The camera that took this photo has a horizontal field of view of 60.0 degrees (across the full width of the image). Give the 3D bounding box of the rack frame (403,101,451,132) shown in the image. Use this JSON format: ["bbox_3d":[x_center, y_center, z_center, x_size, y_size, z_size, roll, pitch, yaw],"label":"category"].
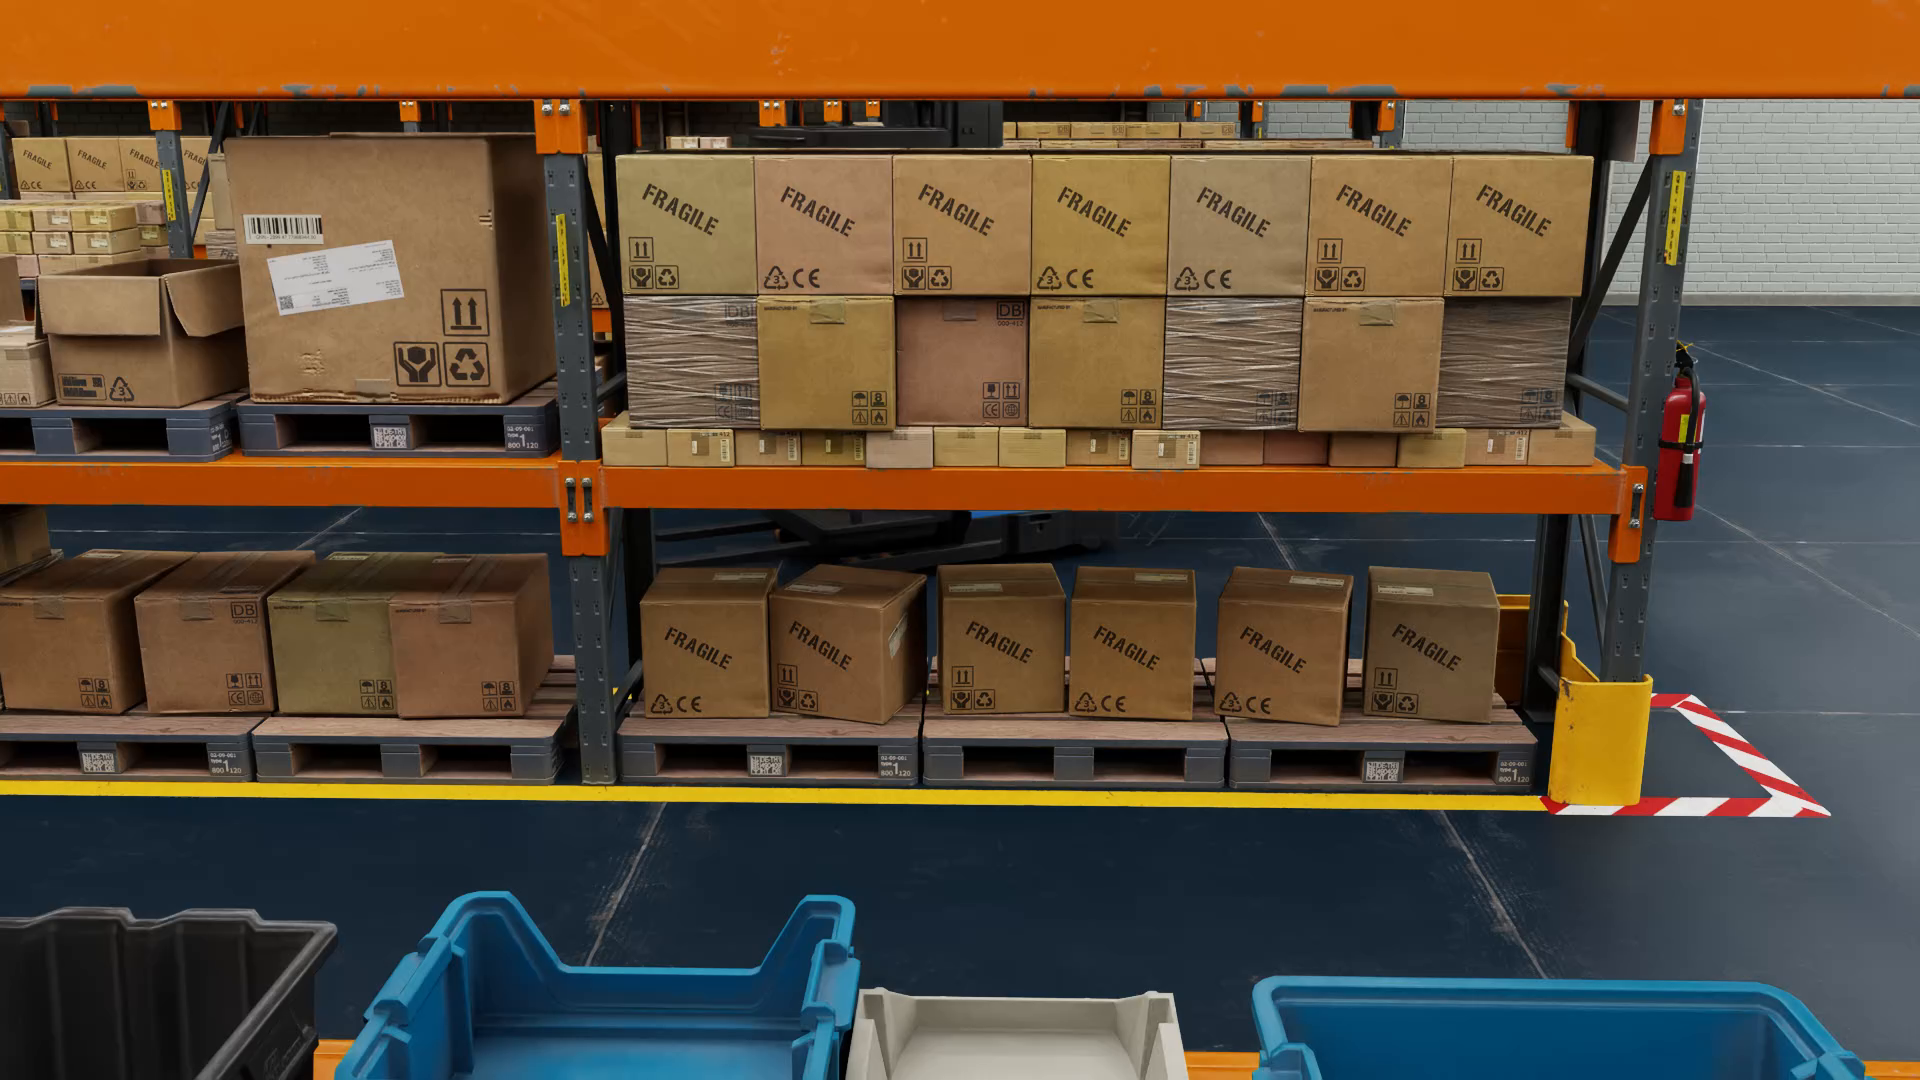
[{"bbox_3d":[-5.175,-3.150,16.398,0.127,3.000,1.000,0,15,1],"label":"rack frame"}]

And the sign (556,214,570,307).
[{"bbox_3d":[-1.440,-1.015,6.036,0.005,0.325,0.100,0,15,1],"label":"sign"}]

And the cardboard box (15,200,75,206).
[{"bbox_3d":[-6.436,-2.314,11.734,0.250,0.149,0.380,0,15,-1],"label":"cardboard box"}]

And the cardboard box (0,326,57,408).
[{"bbox_3d":[-3.759,-0.683,6.521,0.500,0.250,0.500,0,15,0],"label":"cardboard box"}]

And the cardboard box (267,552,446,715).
[{"bbox_3d":[-2.519,0.382,7.049,0.500,0.500,0.700,0,15,1],"label":"cardboard box"}]

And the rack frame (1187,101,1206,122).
[{"bbox_3d":[2.945,-4.363,20.999,0.127,3.000,1.000,0,15,1],"label":"rack frame"}]

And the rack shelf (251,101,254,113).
[{"bbox_3d":[-11.050,-5.557,21.053,4.000,0.370,1.077,0,15,1],"label":"rack shelf"}]

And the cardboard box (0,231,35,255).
[{"bbox_3d":[-6.236,-2.002,11.132,0.250,0.149,0.380,1,15,3],"label":"cardboard box"}]

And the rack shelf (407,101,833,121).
[{"bbox_3d":[-3.176,-4.239,16.058,4.000,0.370,1.077,0,15,1],"label":"rack shelf"}]

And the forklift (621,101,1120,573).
[{"bbox_3d":[-0.573,-1.303,9.535,3.031,2.935,1.130,-8,17,-26],"label":"forklift"}]

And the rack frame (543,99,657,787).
[{"bbox_3d":[-1.430,-0.596,6.720,0.127,3.000,1.000,0,15,1],"label":"rack frame"}]

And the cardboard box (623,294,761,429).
[{"bbox_3d":[-0.982,-0.770,6.599,0.500,0.500,0.875,0,15,1],"label":"cardboard box"}]

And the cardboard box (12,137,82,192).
[{"bbox_3d":[-8.742,-3.631,16.068,0.500,0.500,0.500,1,15,2],"label":"cardboard box"}]

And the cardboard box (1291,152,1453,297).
[{"bbox_3d":[1.513,-1.188,6.225,0.500,0.500,0.500,0,15,1],"label":"cardboard box"}]

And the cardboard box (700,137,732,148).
[{"bbox_3d":[-2.333,-3.779,15.910,0.250,0.149,0.380,0,15,0],"label":"cardboard box"}]

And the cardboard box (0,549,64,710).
[{"bbox_3d":[-4.203,0.373,7.083,0.500,0.500,0.700,-1,15,-3],"label":"cardboard box"}]

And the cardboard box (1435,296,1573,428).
[{"bbox_3d":[2.020,-0.773,6.611,0.500,0.500,0.875,0,15,1],"label":"cardboard box"}]

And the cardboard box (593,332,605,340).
[{"bbox_3d":[-3.873,-2.073,16.646,0.625,0.372,0.950,0,15,0],"label":"cardboard box"}]

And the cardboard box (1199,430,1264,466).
[{"bbox_3d":[1.029,-0.402,6.476,0.250,0.149,0.380,0,15,1],"label":"cardboard box"}]

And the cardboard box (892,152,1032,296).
[{"bbox_3d":[0.013,-1.198,6.261,0.500,0.500,0.500,0,15,1],"label":"cardboard box"}]

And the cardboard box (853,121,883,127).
[{"bbox_3d":[-0.742,-3.741,15.901,0.500,0.500,0.700,0,15,1],"label":"cardboard box"}]

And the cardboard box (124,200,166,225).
[{"bbox_3d":[-5.662,-2.308,11.712,0.250,0.149,0.380,0,15,2],"label":"cardboard box"}]

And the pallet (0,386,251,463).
[{"bbox_3d":[-3.449,-0.527,6.834,1.213,0.211,1.003,0,15,1],"label":"pallet"}]

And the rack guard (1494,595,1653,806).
[{"bbox_3d":[2.493,0.638,6.942,0.348,0.500,1.175,0,15,1],"label":"rack guard"}]

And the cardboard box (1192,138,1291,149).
[{"bbox_3d":[1.874,-2.422,11.227,0.550,0.550,0.875,0,15,1],"label":"cardboard box"}]

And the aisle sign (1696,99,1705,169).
[{"bbox_3d":[2.623,-1.750,5.998,0.004,0.787,0.394,0,15,1],"label":"aisle sign"}]

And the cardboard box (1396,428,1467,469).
[{"bbox_3d":[1.778,-0.388,6.424,0.250,0.149,0.380,0,15,1],"label":"cardboard box"}]

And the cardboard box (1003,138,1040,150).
[{"bbox_3d":[0.255,-2.432,11.265,0.550,0.550,0.875,0,15,1],"label":"cardboard box"}]

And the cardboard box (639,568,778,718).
[{"bbox_3d":[-1.031,0.422,6.937,0.500,0.500,0.500,0,15,0],"label":"cardboard box"}]

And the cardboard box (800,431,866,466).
[{"bbox_3d":[-0.472,-0.398,6.461,0.250,0.149,0.380,0,15,1],"label":"cardboard box"}]

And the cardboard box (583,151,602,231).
[{"bbox_3d":[-2.718,-2.400,11.402,0.500,0.500,0.700,0,15,2],"label":"cardboard box"}]

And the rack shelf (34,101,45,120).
[{"bbox_3d":[-11.173,-4.291,16.255,4.000,0.370,1.077,0,15,1],"label":"rack shelf"}]

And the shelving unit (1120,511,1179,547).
[{"bbox_3d":[1.448,-0.493,10.242,0.189,1.200,0.258,41,0,-22],"label":"shelving unit"}]

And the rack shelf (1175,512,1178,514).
[{"bbox_3d":[1.260,-0.280,10.242,0.180,0.103,0.258,41,0,-22],"label":"rack shelf"}]

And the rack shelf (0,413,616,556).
[{"bbox_3d":[-3.429,-0.262,6.861,4.000,0.370,1.077,0,15,1],"label":"rack shelf"}]

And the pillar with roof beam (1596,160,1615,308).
[{"bbox_3d":[8.160,-6.362,16.812,0.400,9.000,9.100,0,15,1],"label":"pillar with roof beam"}]

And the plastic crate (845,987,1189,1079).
[{"bbox_3d":[0.073,0.740,2.171,0.437,0.136,0.530,0,15,1],"label":"plastic crate"}]

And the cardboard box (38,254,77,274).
[{"bbox_3d":[-5.954,-1.856,11.165,0.250,0.149,0.380,0,15,1],"label":"cardboard box"}]

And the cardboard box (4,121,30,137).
[{"bbox_3d":[-9.483,-4.089,16.532,0.250,0.149,0.380,0,15,1],"label":"cardboard box"}]

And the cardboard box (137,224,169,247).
[{"bbox_3d":[-5.679,-2.166,11.757,0.250,0.149,0.380,1,15,4],"label":"cardboard box"}]

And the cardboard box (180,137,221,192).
[{"bbox_3d":[-7.214,-3.629,16.061,0.500,0.500,0.500,0,15,1],"label":"cardboard box"}]

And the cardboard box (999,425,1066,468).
[{"bbox_3d":[0.277,-0.390,6.432,0.250,0.149,0.380,0,15,1],"label":"cardboard box"}]

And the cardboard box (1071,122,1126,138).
[{"bbox_3d":[1.288,-3.703,15.757,0.500,0.500,0.700,0,15,1],"label":"cardboard box"}]

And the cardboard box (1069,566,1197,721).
[{"bbox_3d":[0.721,0.423,6.934,0.500,0.500,0.500,2,15,7],"label":"cardboard box"}]

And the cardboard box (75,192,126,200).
[{"bbox_3d":[-8.219,-3.274,16.183,0.500,0.250,0.500,1,15,2],"label":"cardboard box"}]

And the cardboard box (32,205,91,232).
[{"bbox_3d":[-5.953,-2.144,11.091,0.250,0.149,0.380,0,15,1],"label":"cardboard box"}]

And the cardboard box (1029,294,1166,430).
[{"bbox_3d":[0.519,-0.766,6.585,0.500,0.500,0.875,0,15,1],"label":"cardboard box"}]

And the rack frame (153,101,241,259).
[{"bbox_3d":[-5.201,-1.887,11.611,0.127,3.000,1.000,0,15,1],"label":"rack frame"}]

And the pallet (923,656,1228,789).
[{"bbox_3d":[0.465,0.755,7.066,1.213,0.211,1.003,0,15,1],"label":"pallet"}]

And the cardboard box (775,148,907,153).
[{"bbox_3d":[-0.473,-1.336,6.786,0.500,0.500,0.500,0,15,1],"label":"cardboard box"}]

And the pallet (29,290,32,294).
[{"bbox_3d":[-7.181,-1.796,11.645,1.213,0.211,1.003,0,15,1],"label":"pallet"}]

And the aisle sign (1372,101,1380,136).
[{"bbox_3d":[2.875,-3.168,11.370,0.004,0.787,0.394,0,15,1],"label":"aisle sign"}]

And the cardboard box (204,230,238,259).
[{"bbox_3d":[-4.759,-1.863,11.326,0.500,0.500,0.500,1,15,2],"label":"cardboard box"}]

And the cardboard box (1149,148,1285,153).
[{"bbox_3d":[1.027,-1.327,6.750,0.500,0.500,0.500,0,15,1],"label":"cardboard box"}]

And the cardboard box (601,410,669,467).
[{"bbox_3d":[-1.223,-0.397,6.456,0.250,0.149,0.380,0,15,1],"label":"cardboard box"}]

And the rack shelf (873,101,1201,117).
[{"bbox_3d":[0.946,-5.479,20.757,4.000,0.370,1.077,0,15,1],"label":"rack shelf"}]

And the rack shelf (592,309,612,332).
[{"bbox_3d":[-3.201,-1.526,11.653,4.000,0.370,1.077,0,15,1],"label":"rack shelf"}]

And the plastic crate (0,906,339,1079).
[{"bbox_3d":[-1.036,0.733,1.805,0.504,0.338,0.767,0,15,1],"label":"plastic crate"}]
